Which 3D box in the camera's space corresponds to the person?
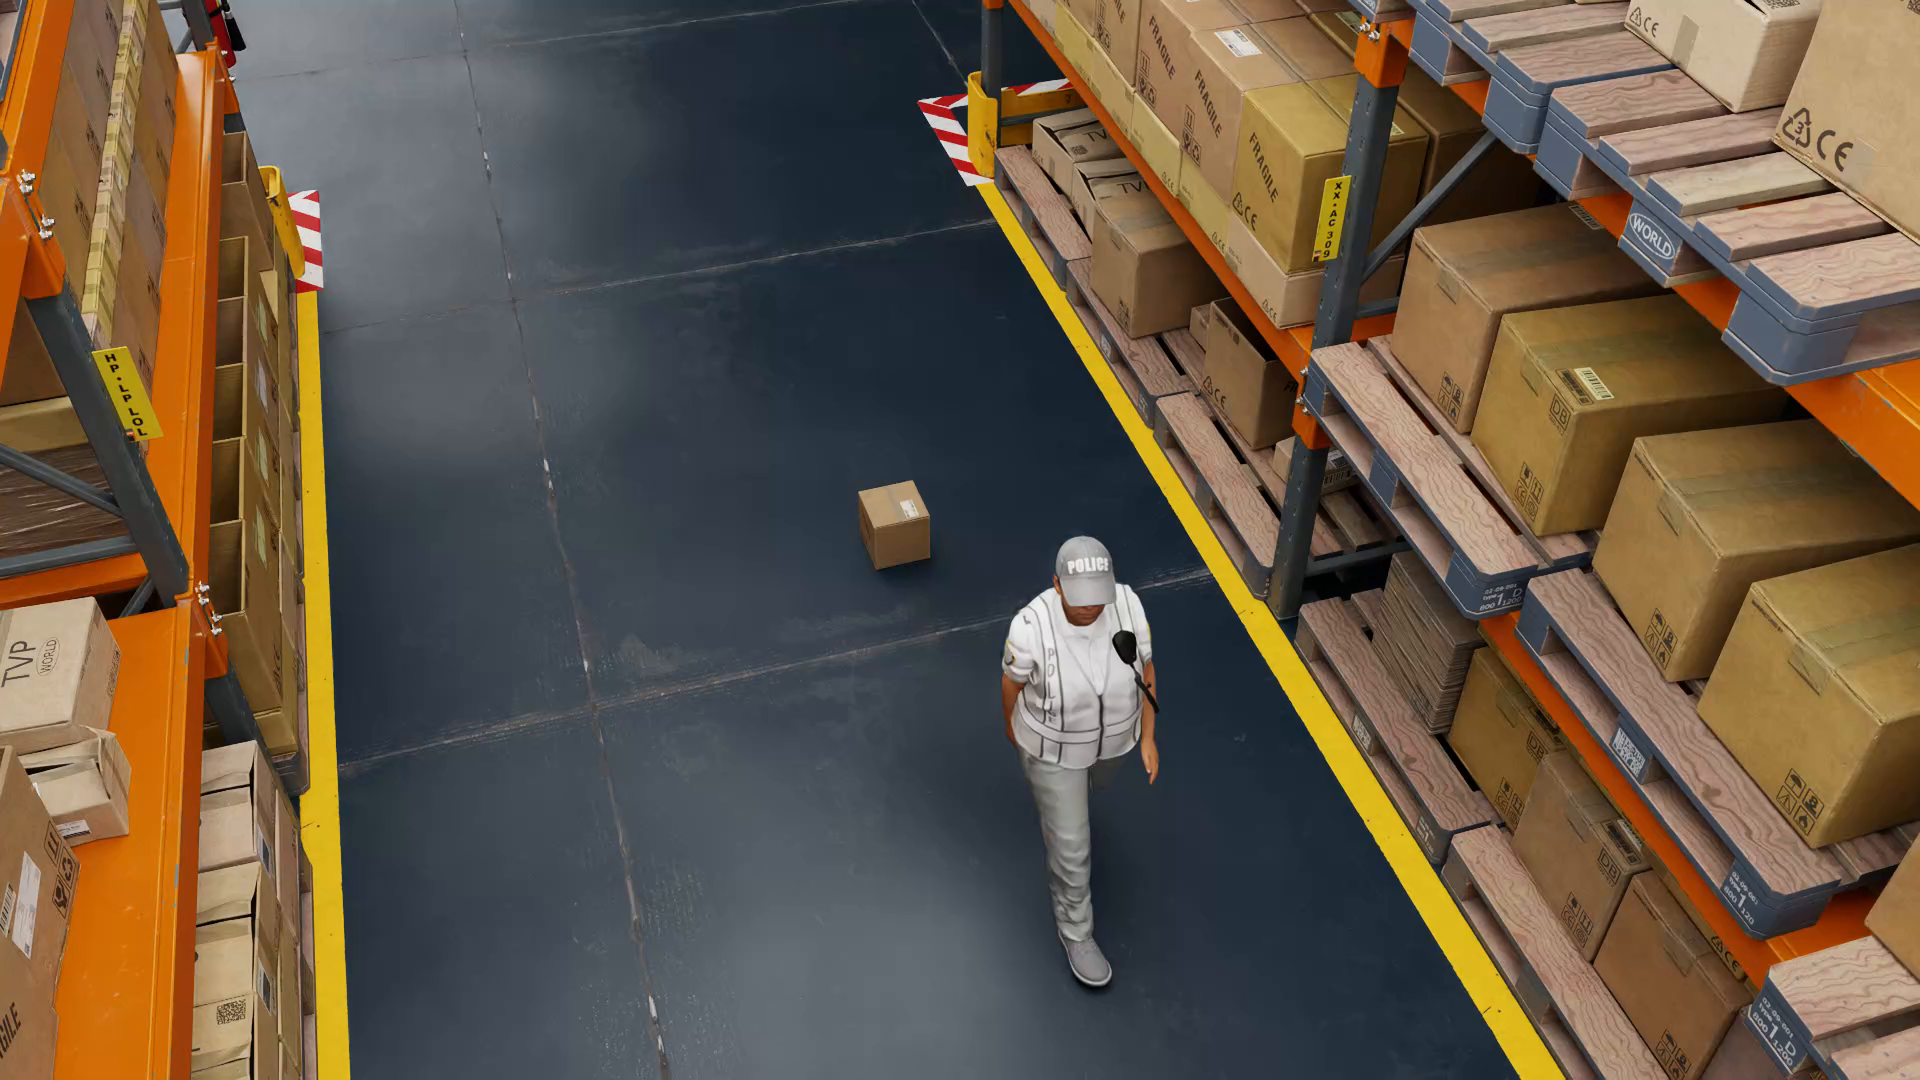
[{"bbox_3d":[0.389,0.607,5.489,0.475,1.612,0.999,-15,45,-16],"label":"person"}]
